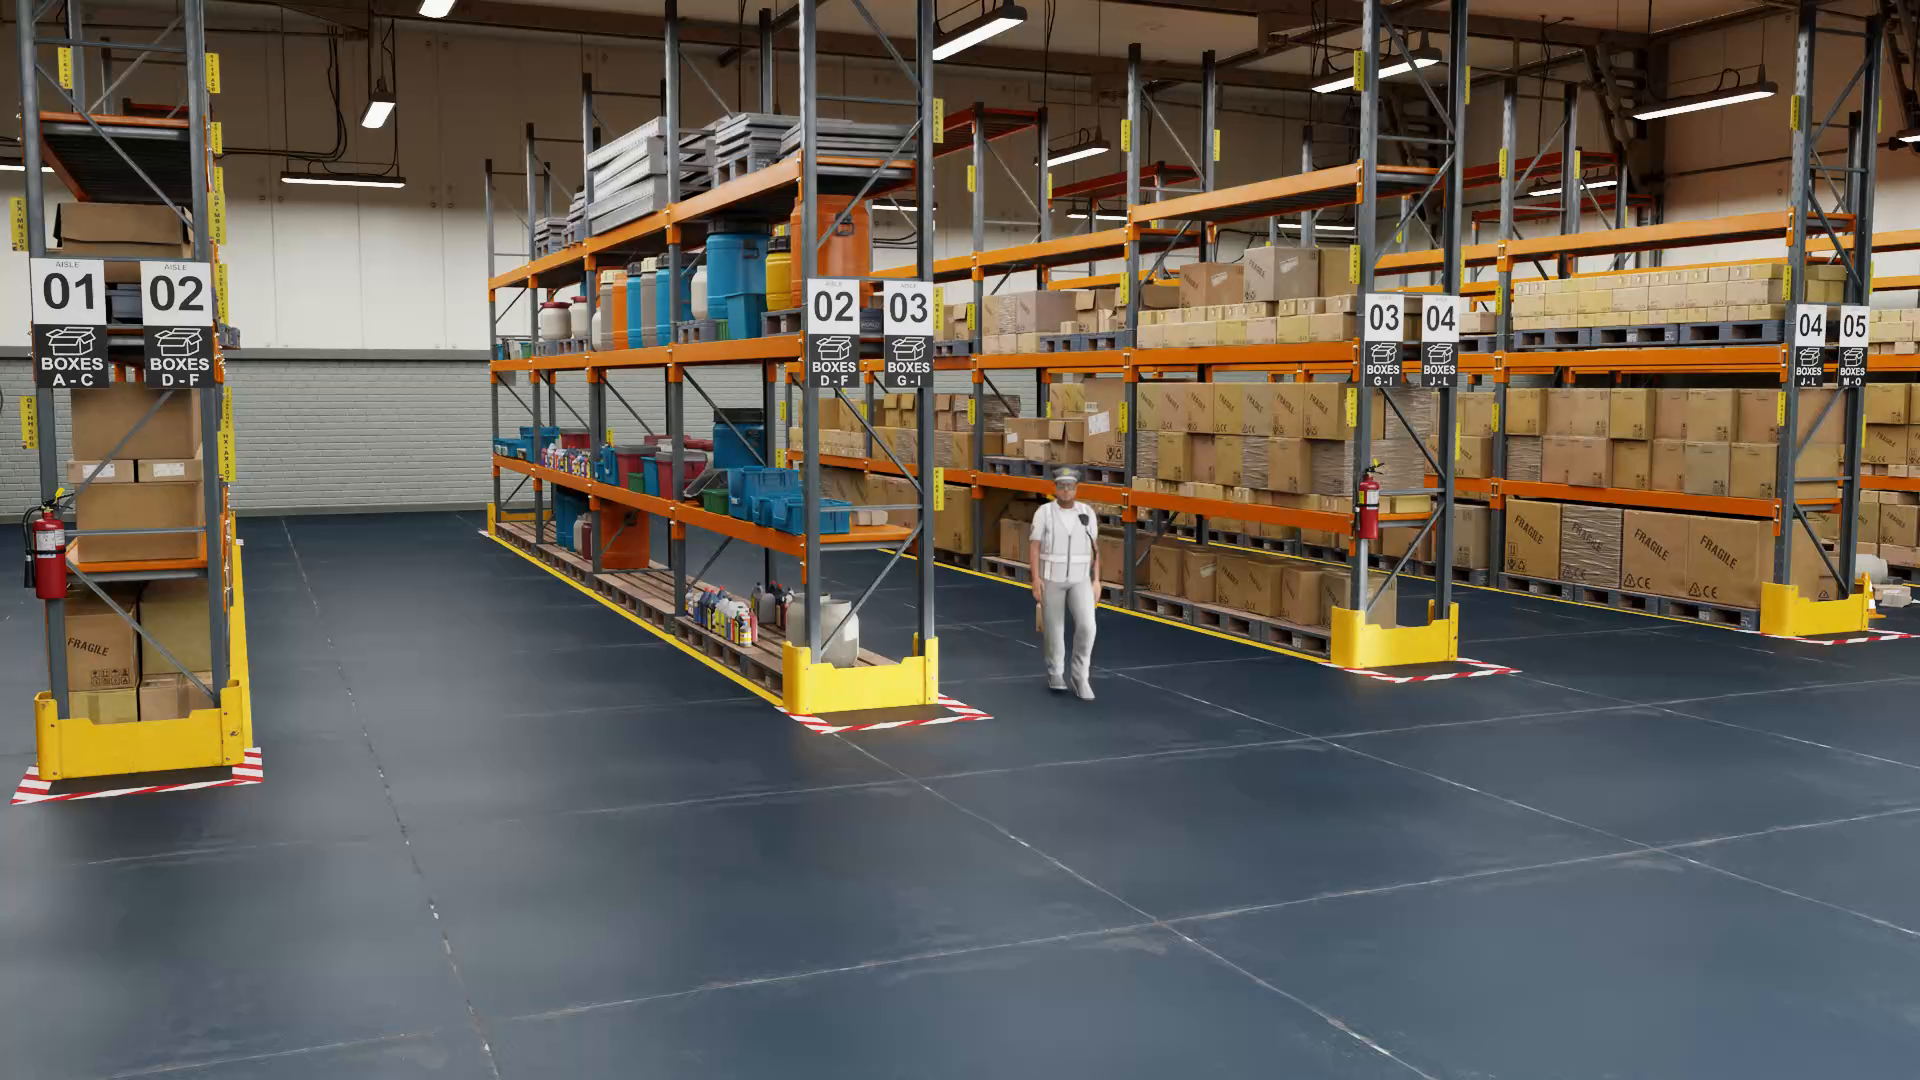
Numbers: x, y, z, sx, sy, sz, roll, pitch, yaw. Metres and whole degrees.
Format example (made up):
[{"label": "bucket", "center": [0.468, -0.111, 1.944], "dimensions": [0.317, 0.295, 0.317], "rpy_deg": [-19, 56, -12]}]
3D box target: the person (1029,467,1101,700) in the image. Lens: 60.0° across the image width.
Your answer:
[{"label": "person", "center": [0.831, 0.353, 13.041], "dimensions": [0.588, 1.852, 0.553], "rpy_deg": [0, 5, -3]}]
